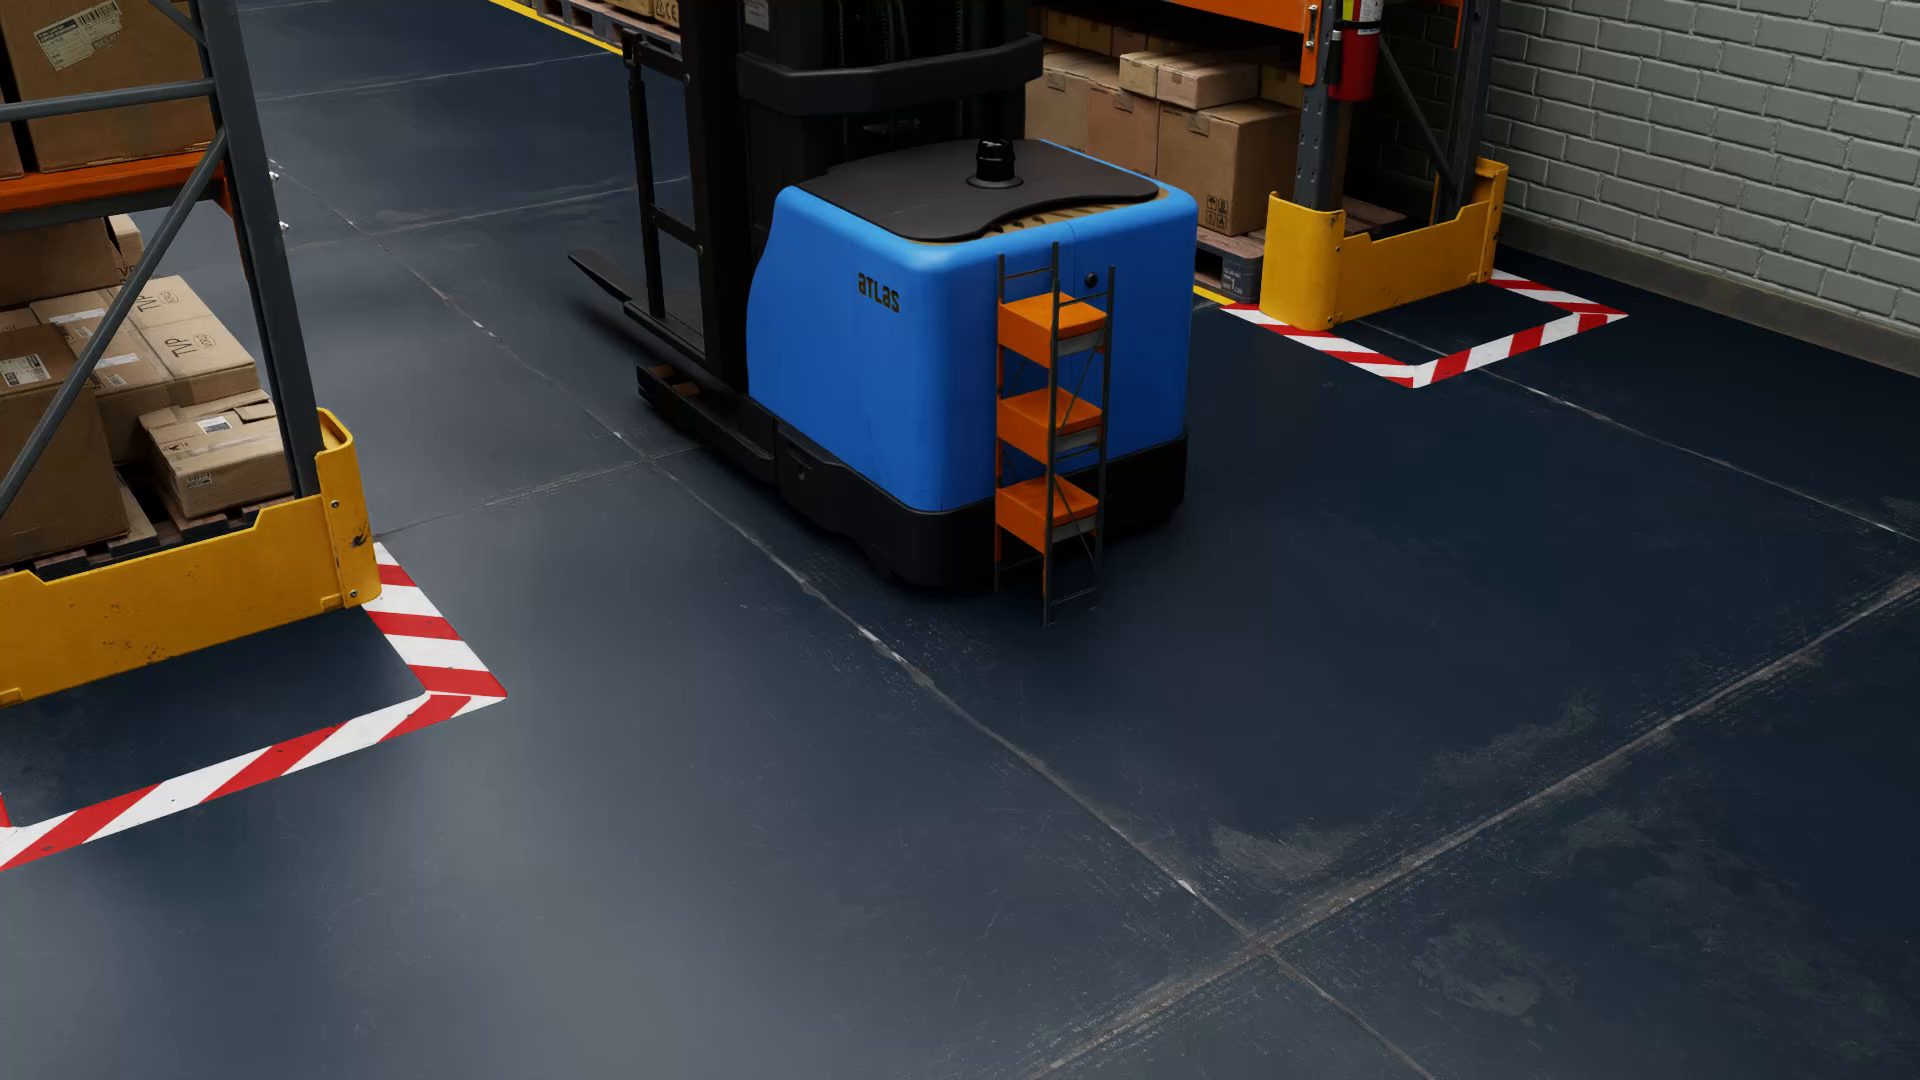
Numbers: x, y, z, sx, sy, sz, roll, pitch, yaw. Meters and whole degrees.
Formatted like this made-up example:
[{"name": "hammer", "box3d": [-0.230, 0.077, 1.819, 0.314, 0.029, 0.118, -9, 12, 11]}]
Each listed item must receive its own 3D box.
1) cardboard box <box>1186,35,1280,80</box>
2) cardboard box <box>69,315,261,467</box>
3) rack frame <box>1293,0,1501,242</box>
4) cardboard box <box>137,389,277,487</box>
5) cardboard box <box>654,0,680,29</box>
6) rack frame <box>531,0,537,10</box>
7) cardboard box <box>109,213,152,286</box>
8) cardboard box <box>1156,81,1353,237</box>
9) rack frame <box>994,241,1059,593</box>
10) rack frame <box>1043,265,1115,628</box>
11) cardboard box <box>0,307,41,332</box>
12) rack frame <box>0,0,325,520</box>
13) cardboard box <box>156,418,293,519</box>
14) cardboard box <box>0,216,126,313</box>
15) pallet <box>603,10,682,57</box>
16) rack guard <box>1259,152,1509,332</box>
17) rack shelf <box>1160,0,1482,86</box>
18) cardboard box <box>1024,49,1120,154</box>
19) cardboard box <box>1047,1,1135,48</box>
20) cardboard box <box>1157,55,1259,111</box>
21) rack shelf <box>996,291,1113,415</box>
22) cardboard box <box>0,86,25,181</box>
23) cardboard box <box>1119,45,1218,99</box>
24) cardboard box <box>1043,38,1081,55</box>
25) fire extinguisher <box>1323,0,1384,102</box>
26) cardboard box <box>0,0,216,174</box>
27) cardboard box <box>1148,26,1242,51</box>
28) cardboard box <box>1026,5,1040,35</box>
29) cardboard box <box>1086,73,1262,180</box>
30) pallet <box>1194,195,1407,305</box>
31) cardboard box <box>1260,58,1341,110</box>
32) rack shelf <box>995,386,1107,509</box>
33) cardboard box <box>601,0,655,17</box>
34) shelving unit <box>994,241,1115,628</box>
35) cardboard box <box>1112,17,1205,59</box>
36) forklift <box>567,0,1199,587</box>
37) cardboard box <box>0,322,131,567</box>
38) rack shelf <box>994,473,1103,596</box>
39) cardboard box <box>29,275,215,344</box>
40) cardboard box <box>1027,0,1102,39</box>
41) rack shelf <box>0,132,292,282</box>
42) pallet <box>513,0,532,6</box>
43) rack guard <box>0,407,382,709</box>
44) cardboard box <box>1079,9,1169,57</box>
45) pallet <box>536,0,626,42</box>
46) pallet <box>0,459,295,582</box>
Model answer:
[{"name": "cardboard box", "box3d": [1.255, -2.218, 7.690, 0.380, 0.149, 0.250, -19, 34, -31]}, {"name": "cardboard box", "box3d": [-2.606, -0.495, 5.439, 0.500, 0.250, 0.500, -19, 34, -31]}, {"name": "rack frame", "box3d": [1.801, -2.399, 6.524, 1.000, 3.000, 0.127, -19, 34, -31]}, {"name": "cardboard box", "box3d": [-2.339, -0.330, 5.222, 0.380, 0.166, 0.250, -19, 34, -31]}, {"name": "cardboard box", "box3d": [-1.520, -3.755, 10.834, 0.750, 0.750, 0.750, -18, 33, -29]}, {"name": "rack frame", "box3d": [-2.839, -5.509, 12.251, 1.000, 3.000, 0.127, -19, 34, -31]}, {"name": "cardboard box", "box3d": [-3.555, -1.158, 6.596, 0.500, 0.311, 0.500, -19, 34, -31]}, {"name": "cardboard box", "box3d": [1.314, -1.729, 7.471, 0.700, 0.500, 0.500, -19, 34, -31]}, {"name": "rack frame", "box3d": [0.186, -0.331, 4.759, 0.200, 1.050, 0.008, -18, 33, -30]}, {"name": "rack frame", "box3d": [0.324, -0.235, 4.583, 0.200, 1.050, 0.008, -18, 33, -30]}, {"name": "cardboard box", "box3d": [-3.274, -0.532, 5.507, 0.500, 0.250, 0.500, -19, 34, -31]}, {"name": "rack frame", "box3d": [-2.232, -1.026, 3.996, 1.000, 3.000, 0.127, -19, 34, -31]}, {"name": "cardboard box", "box3d": [-2.194, -0.225, 5.047, 0.380, 0.149, 0.250, -19, 34, -31]}, {"name": "cardboard box", "box3d": [-3.458, -0.949, 6.008, 0.797, 0.503, 0.637, -19, 34, -31]}, {"name": "pallet", "box3d": [-1.740, -3.482, 11.441, 1.003, 0.211, 1.213, -19, 34, -31]}, {"name": "rack guard", "box3d": [1.815, -1.291, 7.104, 1.175, 0.500, 0.348, -19, 34, -31]}, {"name": "rack shelf", "box3d": [0.641, -2.860, 8.128, 1.077, 0.370, 4.000, -19, 34, -31]}, {"name": "cardboard box", "box3d": [0.731, -2.119, 8.188, 0.700, 0.500, 0.500, -20, 34, -32]}, {"name": "cardboard box", "box3d": [0.666, -2.612, 8.416, 0.380, 0.149, 0.250, -19, 34, -31]}, {"name": "cardboard box", "box3d": [1.091, -2.014, 7.315, 0.380, 0.149, 0.250, -19, 34, -31]}, {"name": "rack shelf", "box3d": [0.255, -0.523, 4.541, 0.215, 0.259, 0.240, -18, 33, -30]}, {"name": "cardboard box", "box3d": [-2.713, -1.169, 4.154, 0.500, 0.500, 0.500, -18, 33, -29]}, {"name": "cardboard box", "box3d": [0.942, -2.113, 7.497, 0.380, 0.149, 0.250, -18, 33, -29]}, {"name": "cardboard box", "box3d": [0.416, -2.325, 8.566, 0.700, 0.500, 0.500, -18, 33, -30]}, {"name": "fire extinguisher", "box3d": [1.513, -2.015, 6.288, 0.296, 0.674, 0.183, -19, 34, -31]}, {"name": "cardboard box", "box3d": [-2.274, -1.316, 4.425, 0.500, 0.500, 0.500, -18, 33, -30]}, {"name": "cardboard box", "box3d": [1.110, -2.315, 7.870, 0.380, 0.149, 0.250, -18, 34, -30]}, {"name": "cardboard box", "box3d": [0.184, -2.619, 8.430, 0.380, 0.149, 0.250, -20, 34, -32]}, {"name": "cardboard box", "box3d": [1.024, -1.924, 7.829, 0.700, 0.500, 0.500, -19, 34, -31]}, {"name": "pallet", "box3d": [1.274, -1.463, 7.722, 1.003, 0.211, 1.213, -19, 34, -31]}, {"name": "cardboard box", "box3d": [1.549, -2.021, 7.328, 0.380, 0.149, 0.250, -19, 34, -30]}, {"name": "rack shelf", "box3d": [0.255, -0.274, 4.676, 0.215, 0.259, 0.240, -18, 33, -30]}, {"name": "cardboard box", "box3d": [-2.016, -4.084, 11.440, 0.750, 0.750, 0.750, -19, 34, -31]}, {"name": "shelving unit", "box3d": [0.255, -0.283, 4.671, 0.215, 1.050, 0.252, -18, 33, -30]}, {"name": "cardboard box", "box3d": [0.962, -2.414, 8.052, 0.380, 0.149, 0.250, -18, 33, -30]}, {"name": "forklift", "box3d": [-0.528, -1.805, 5.502, 1.130, 2.935, 3.031, -18, 33, -30]}, {"name": "cardboard box", "box3d": [-2.748, -0.264, 4.752, 0.500, 0.500, 0.500, -19, 34, -31]}, {"name": "rack shelf", "box3d": [0.255, -0.029, 4.809, 0.215, 0.259, 0.240, -18, 33, -30]}, {"name": "cardboard box", "box3d": [-2.896, -0.690, 5.797, 0.500, 0.250, 0.500, -19, 34, -31]}, {"name": "cardboard box", "box3d": [0.516, -2.712, 8.601, 0.380, 0.149, 0.250, -18, 33, -30]}, {"name": "rack shelf", "box3d": [-3.392, -1.488, 5.600, 1.077, 0.370, 4.000, -19, 34, -31]}, {"name": "pallet", "box3d": [-3.291, -4.588, 13.476, 1.003, 0.211, 1.213, -19, 34, -31]}, {"name": "rack guard", "box3d": [-2.276, 0.043, 4.647, 1.175, 0.500, 0.348, -19, 34, -31]}, {"name": "cardboard box", "box3d": [0.813, -2.514, 8.235, 0.380, 0.149, 0.250, -18, 33, -30]}, {"name": "pallet", "box3d": [-2.443, -3.956, 12.314, 1.003, 0.211, 1.213, -19, 34, -31]}, {"name": "pallet", "box3d": [-2.739, -0.140, 5.287, 1.003, 0.211, 1.213, -19, 34, -31]}]
